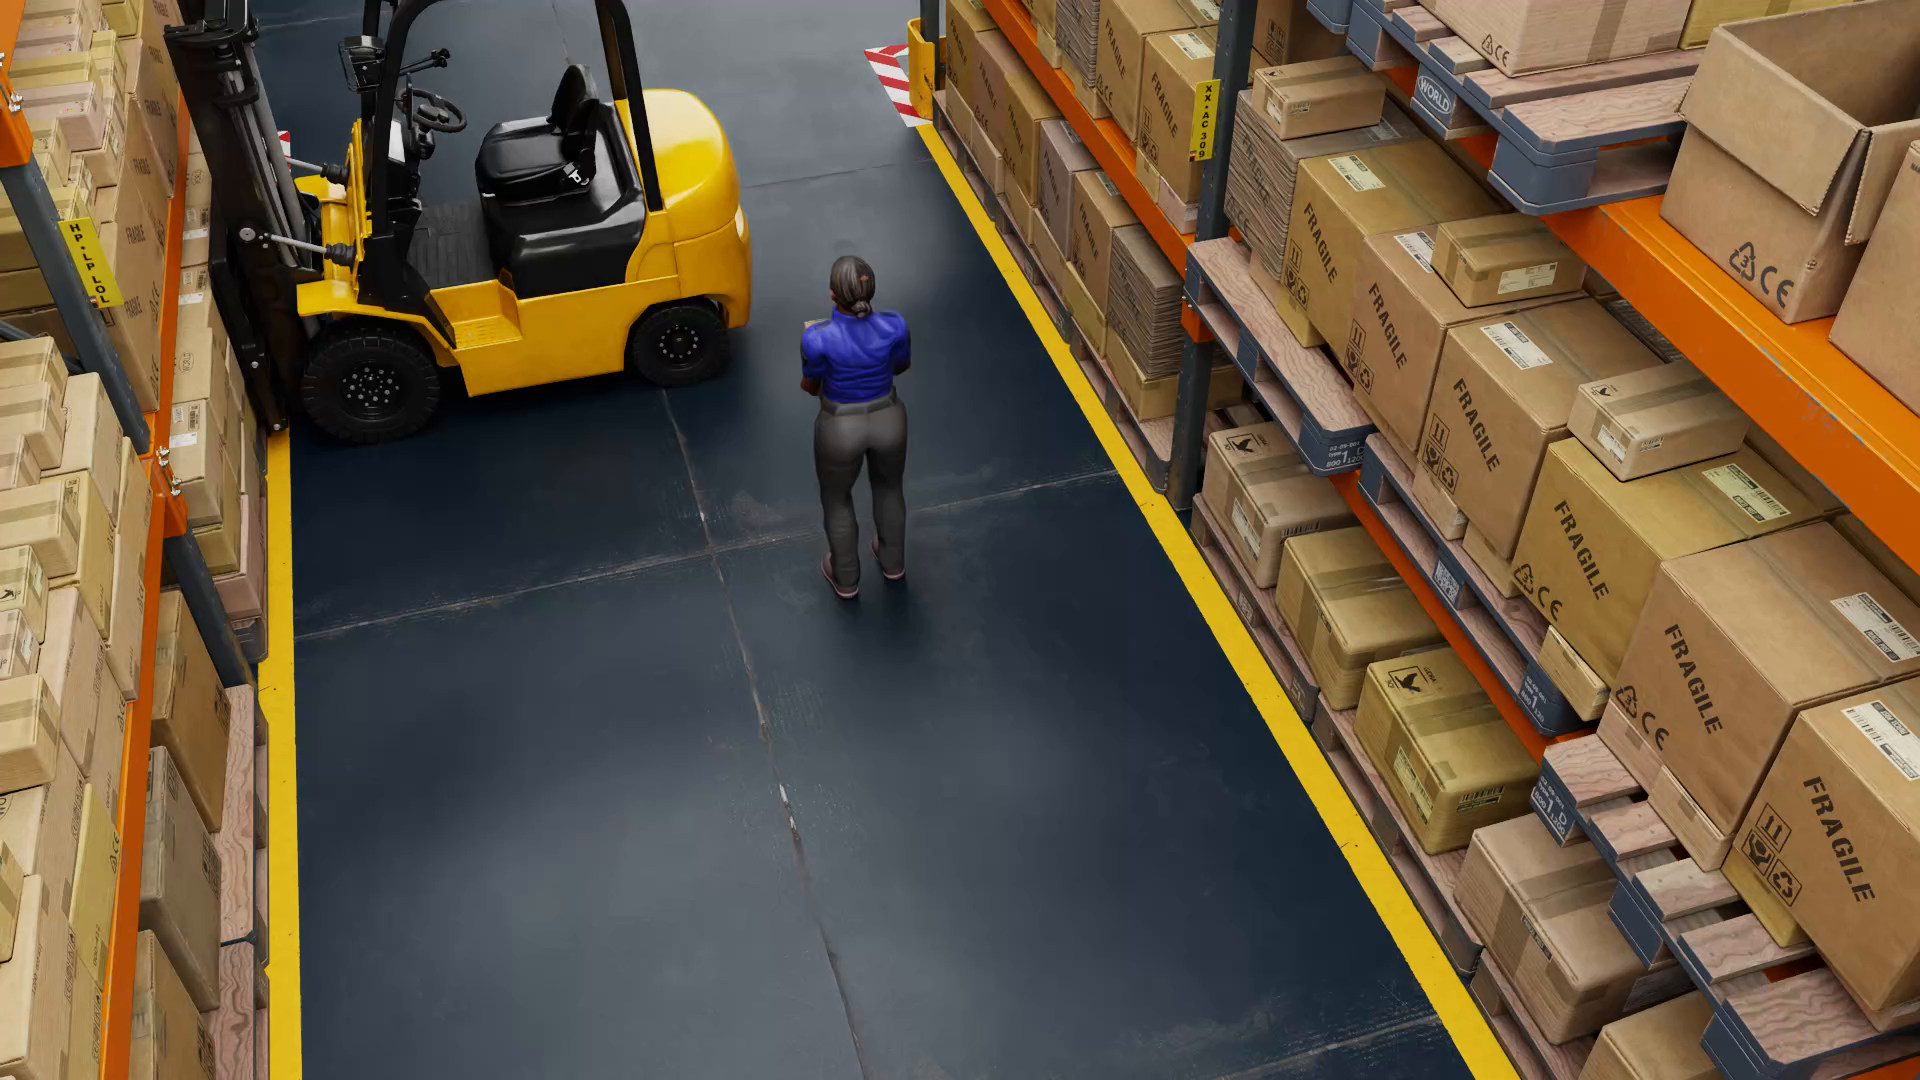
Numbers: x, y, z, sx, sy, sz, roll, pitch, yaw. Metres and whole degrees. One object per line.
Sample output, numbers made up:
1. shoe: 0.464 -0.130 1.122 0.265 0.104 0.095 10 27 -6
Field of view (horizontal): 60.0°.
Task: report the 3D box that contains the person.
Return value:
1. person: -0.420 -0.499 6.716 0.449 1.655 0.500 -12 44 -13
